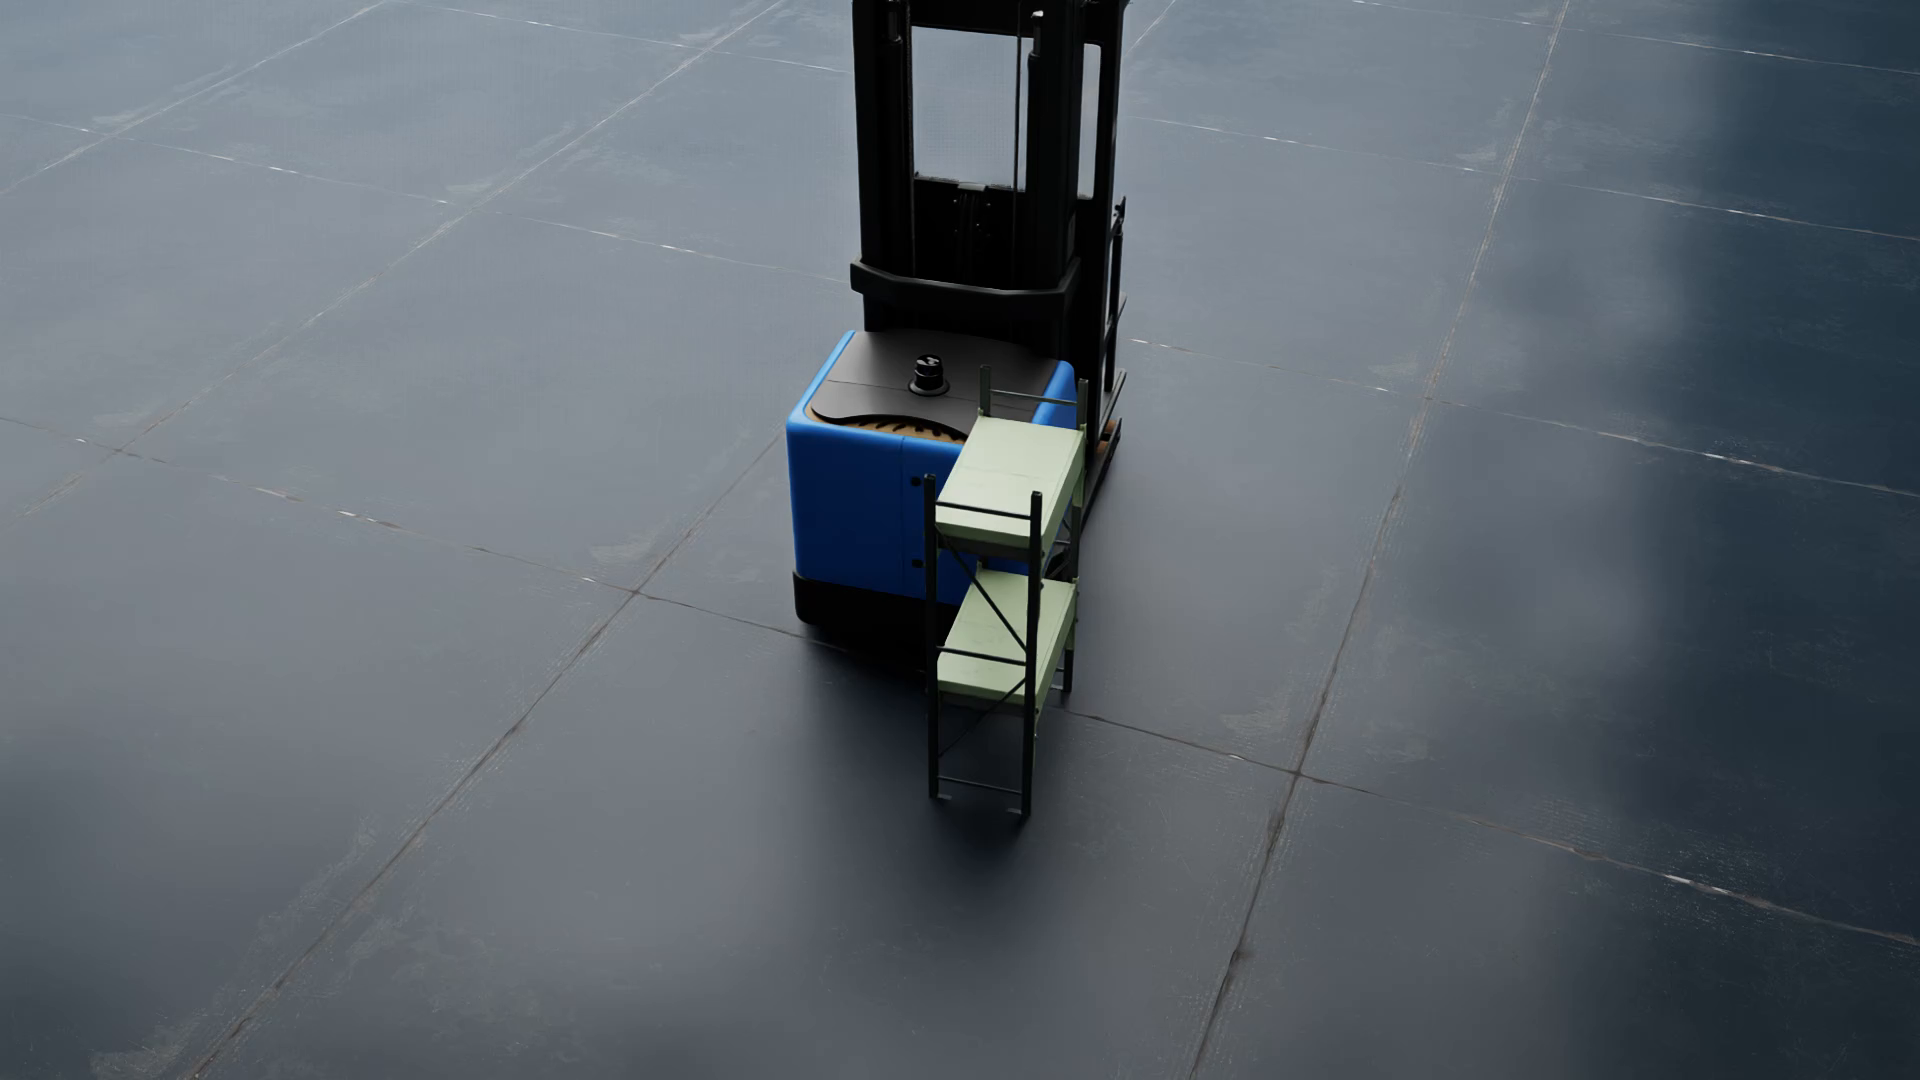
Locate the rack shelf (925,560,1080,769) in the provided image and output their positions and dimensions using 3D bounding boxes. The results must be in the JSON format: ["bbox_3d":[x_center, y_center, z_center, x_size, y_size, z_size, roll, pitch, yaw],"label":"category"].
[{"bbox_3d":[0.173,0.468,6.416,0.431,0.370,0.720,9,38,12],"label":"rack shelf"}]

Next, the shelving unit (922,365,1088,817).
[{"bbox_3d":[0.173,0.206,6.221,0.431,1.500,0.755,9,38,12],"label":"shelving unit"}]

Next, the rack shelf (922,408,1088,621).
[{"bbox_3d":[0.173,-0.106,5.987,0.431,0.370,0.720,9,38,12],"label":"rack shelf"}]

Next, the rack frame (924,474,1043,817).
[{"bbox_3d":[0.075,0.418,5.938,0.400,1.500,0.023,9,38,12],"label":"rack frame"}]

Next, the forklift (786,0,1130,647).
[{"bbox_3d":[0.180,-1.554,7.382,1.130,2.935,3.031,10,38,13],"label":"forklift"}]

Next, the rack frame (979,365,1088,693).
[{"bbox_3d":[0.270,-0.005,6.504,0.400,1.500,0.023,9,38,12],"label":"rack frame"}]
